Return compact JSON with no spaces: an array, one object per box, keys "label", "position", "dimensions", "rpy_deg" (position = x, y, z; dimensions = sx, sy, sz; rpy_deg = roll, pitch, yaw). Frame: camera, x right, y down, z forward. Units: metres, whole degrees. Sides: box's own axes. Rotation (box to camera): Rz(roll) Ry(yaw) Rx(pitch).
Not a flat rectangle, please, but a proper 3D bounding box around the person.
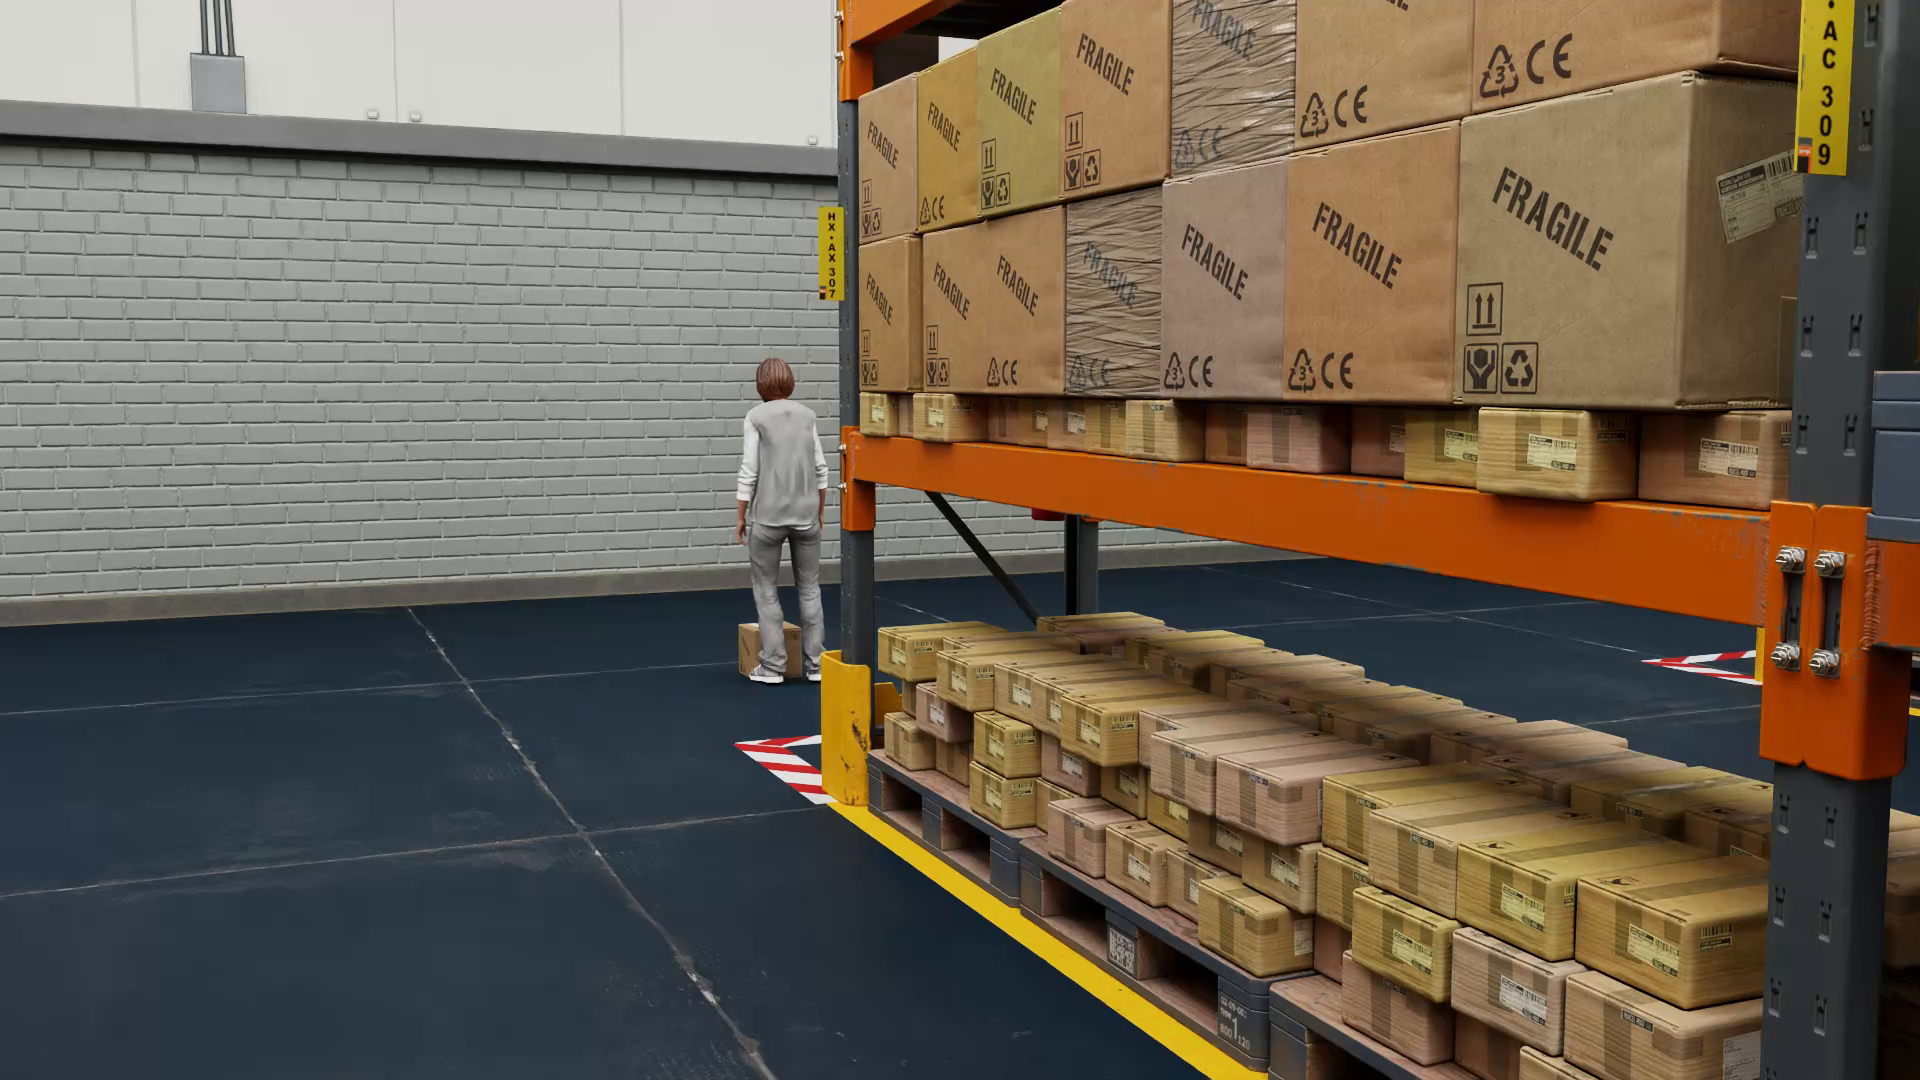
[{"label":"person","position":[-0.867,-0.091,8.137],"dimensions":[0.485,1.594,0.371],"rpy_deg":[-3,6,-27]}]
